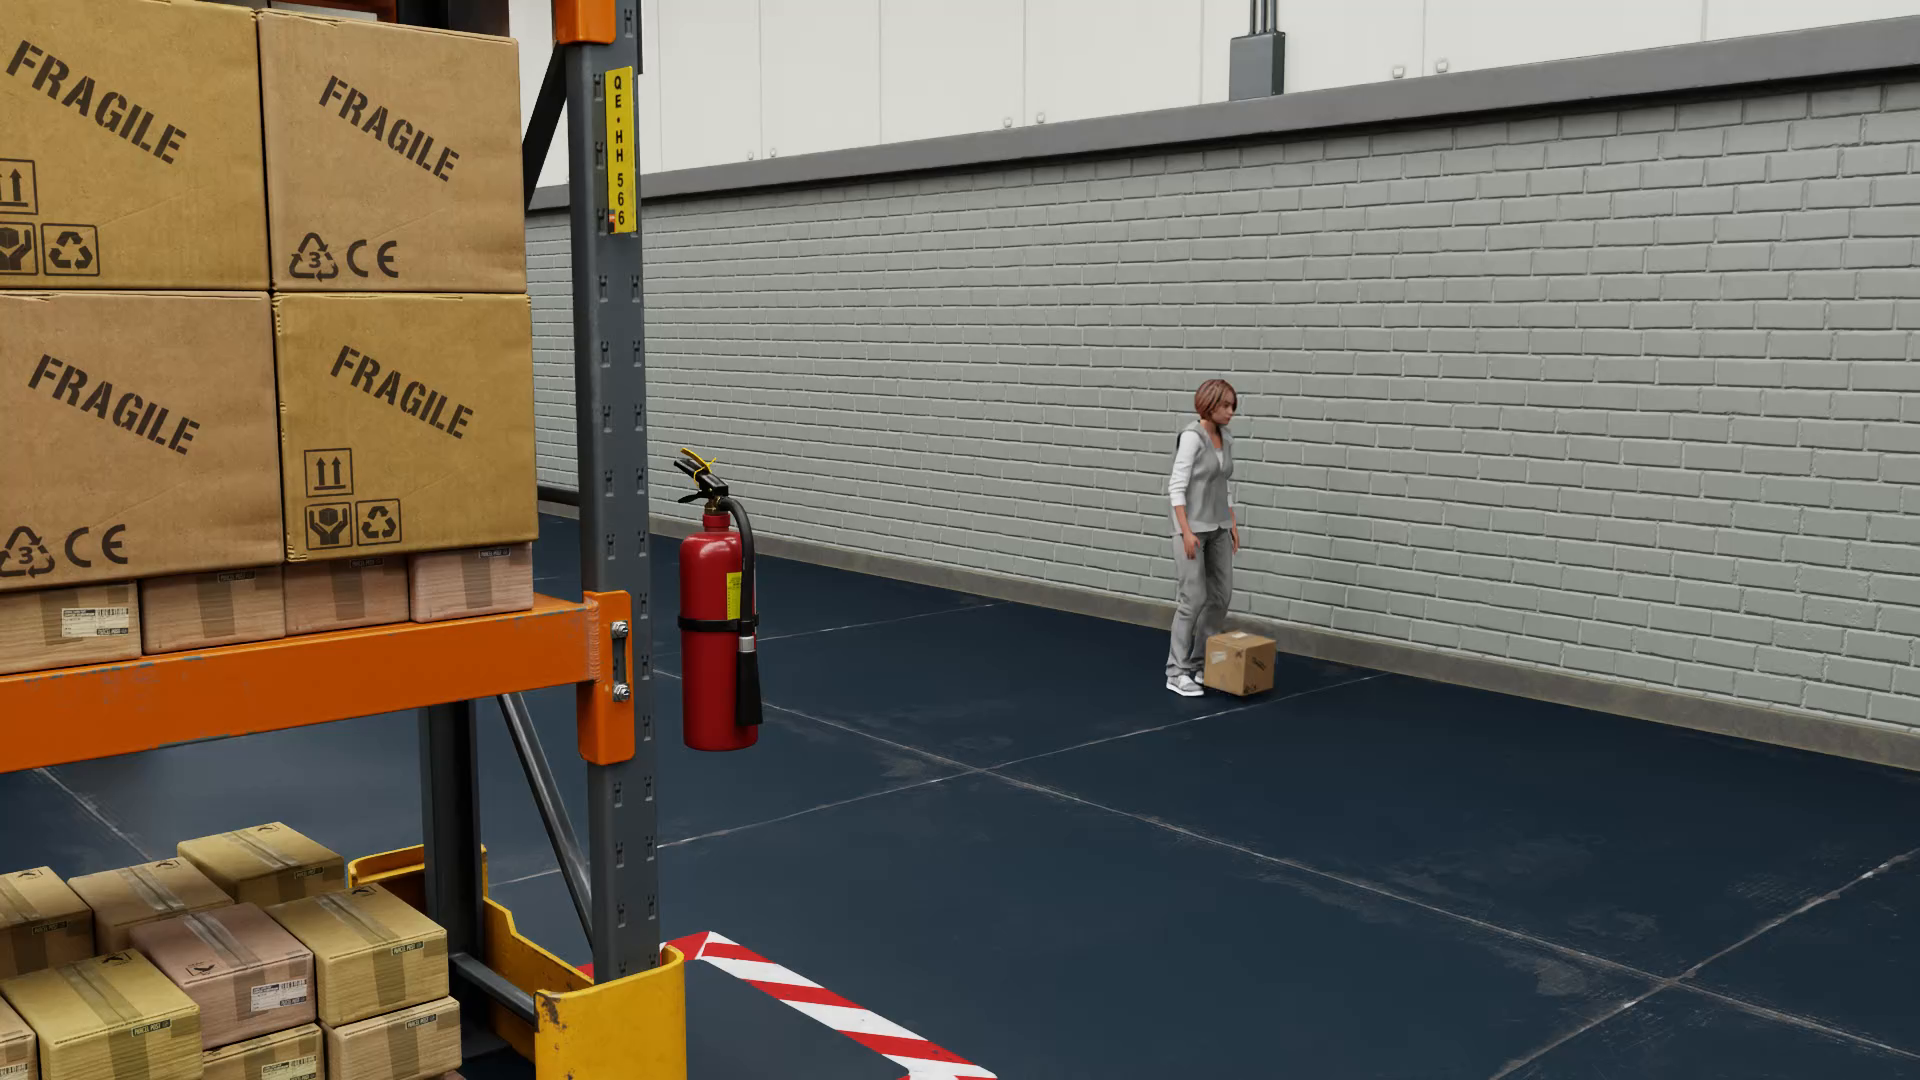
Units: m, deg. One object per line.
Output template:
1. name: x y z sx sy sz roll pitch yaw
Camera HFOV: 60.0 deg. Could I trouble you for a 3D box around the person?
1. person: 1.246 -0.023 8.502 0.459 1.594 0.345 -7 10 -43
